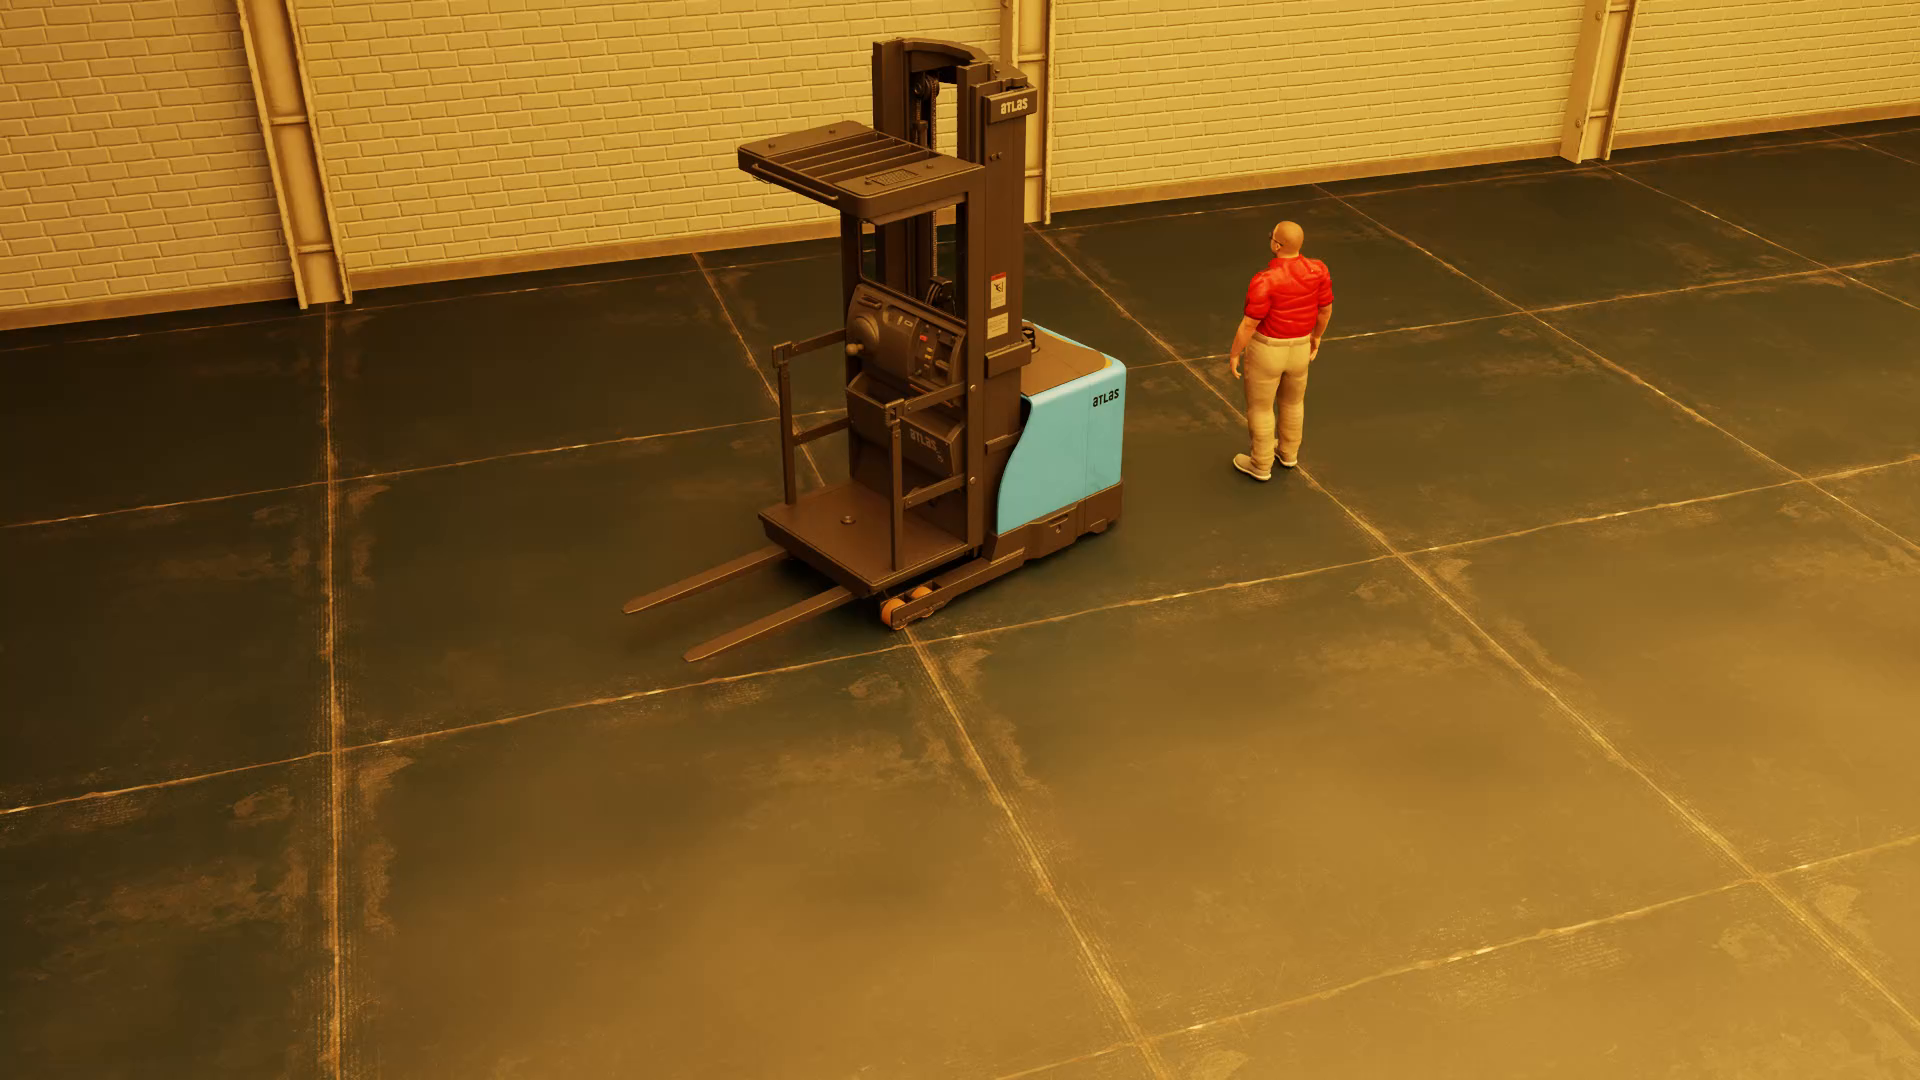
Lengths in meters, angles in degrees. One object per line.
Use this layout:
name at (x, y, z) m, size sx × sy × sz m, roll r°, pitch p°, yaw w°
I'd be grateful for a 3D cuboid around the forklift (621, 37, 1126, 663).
forklift at (-0.461, -1.072, 8.951) m, size 3.031 × 2.935 × 1.130 m, roll -23°, pitch 37°, yaw -34°

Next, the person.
person at (1.942, -1.202, 10.367) m, size 0.642 × 1.727 × 0.551 m, roll -10°, pitch 31°, yaw -17°
